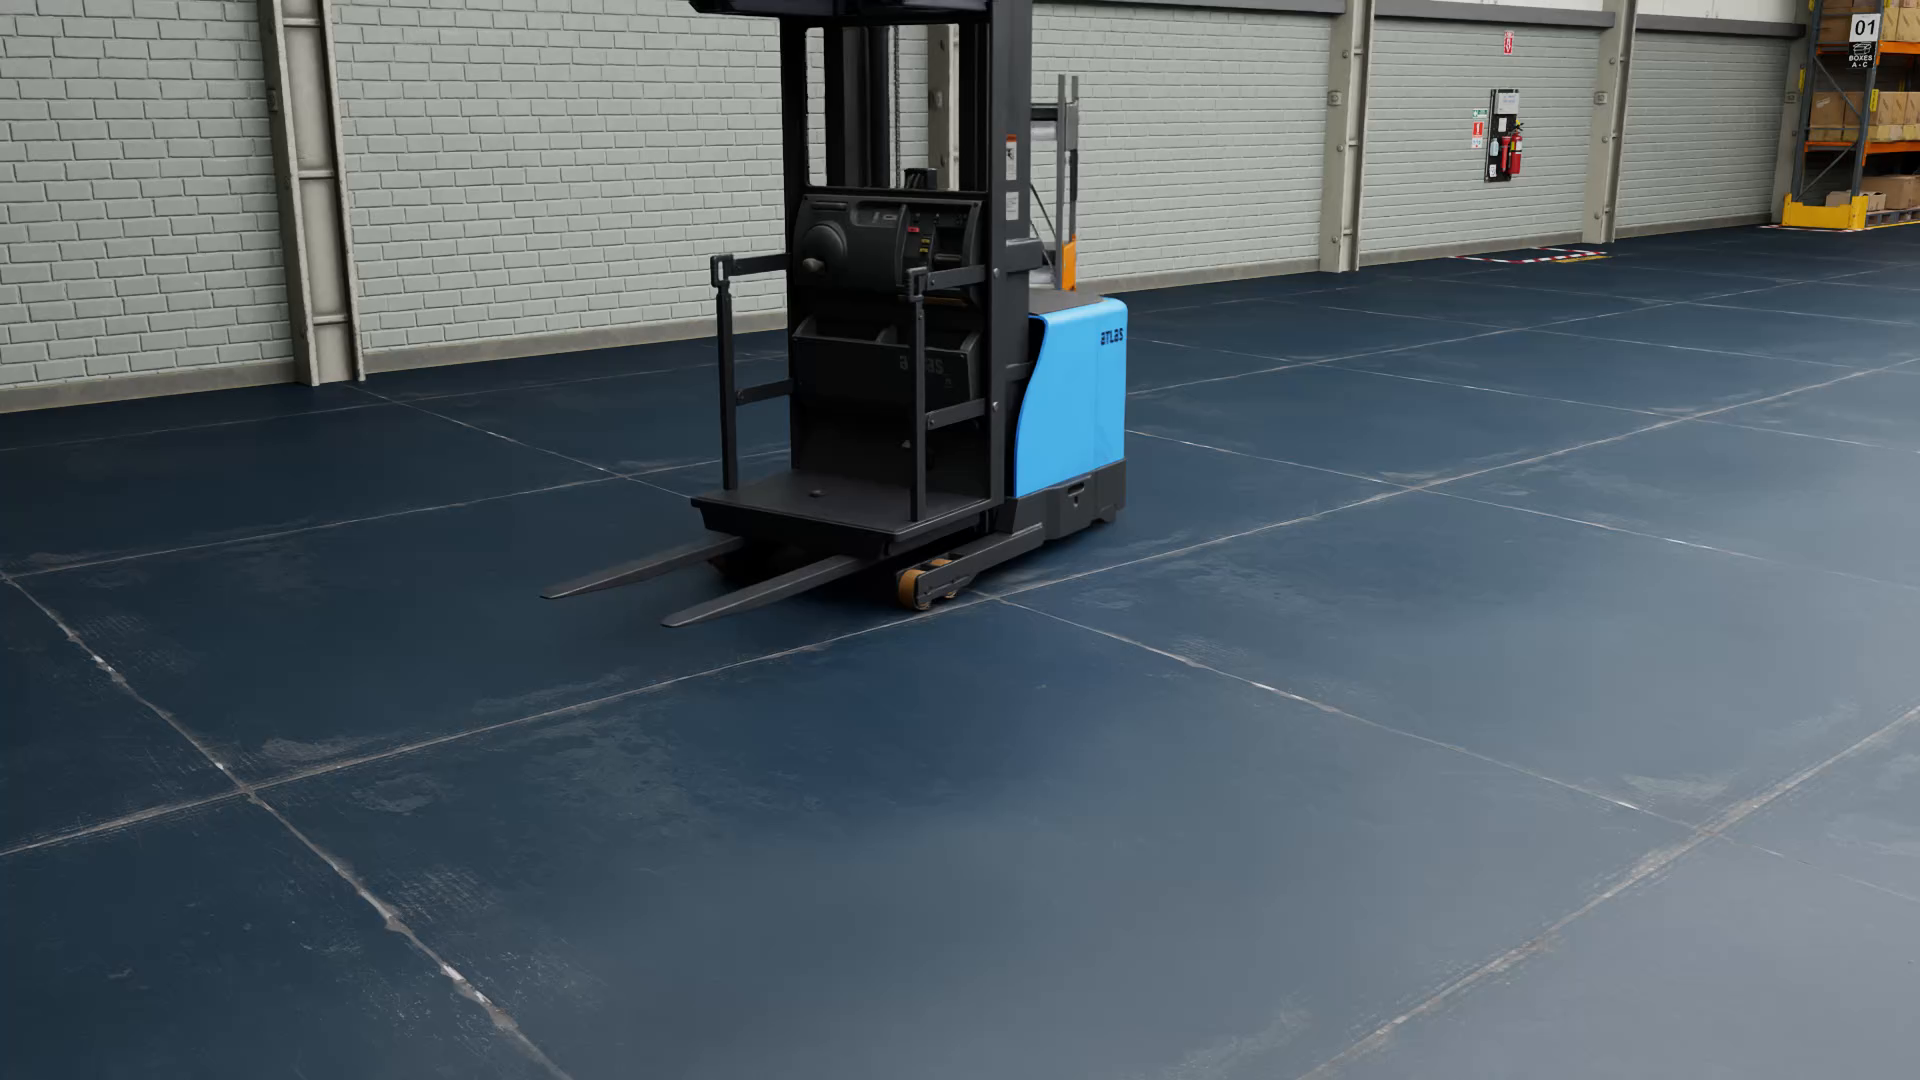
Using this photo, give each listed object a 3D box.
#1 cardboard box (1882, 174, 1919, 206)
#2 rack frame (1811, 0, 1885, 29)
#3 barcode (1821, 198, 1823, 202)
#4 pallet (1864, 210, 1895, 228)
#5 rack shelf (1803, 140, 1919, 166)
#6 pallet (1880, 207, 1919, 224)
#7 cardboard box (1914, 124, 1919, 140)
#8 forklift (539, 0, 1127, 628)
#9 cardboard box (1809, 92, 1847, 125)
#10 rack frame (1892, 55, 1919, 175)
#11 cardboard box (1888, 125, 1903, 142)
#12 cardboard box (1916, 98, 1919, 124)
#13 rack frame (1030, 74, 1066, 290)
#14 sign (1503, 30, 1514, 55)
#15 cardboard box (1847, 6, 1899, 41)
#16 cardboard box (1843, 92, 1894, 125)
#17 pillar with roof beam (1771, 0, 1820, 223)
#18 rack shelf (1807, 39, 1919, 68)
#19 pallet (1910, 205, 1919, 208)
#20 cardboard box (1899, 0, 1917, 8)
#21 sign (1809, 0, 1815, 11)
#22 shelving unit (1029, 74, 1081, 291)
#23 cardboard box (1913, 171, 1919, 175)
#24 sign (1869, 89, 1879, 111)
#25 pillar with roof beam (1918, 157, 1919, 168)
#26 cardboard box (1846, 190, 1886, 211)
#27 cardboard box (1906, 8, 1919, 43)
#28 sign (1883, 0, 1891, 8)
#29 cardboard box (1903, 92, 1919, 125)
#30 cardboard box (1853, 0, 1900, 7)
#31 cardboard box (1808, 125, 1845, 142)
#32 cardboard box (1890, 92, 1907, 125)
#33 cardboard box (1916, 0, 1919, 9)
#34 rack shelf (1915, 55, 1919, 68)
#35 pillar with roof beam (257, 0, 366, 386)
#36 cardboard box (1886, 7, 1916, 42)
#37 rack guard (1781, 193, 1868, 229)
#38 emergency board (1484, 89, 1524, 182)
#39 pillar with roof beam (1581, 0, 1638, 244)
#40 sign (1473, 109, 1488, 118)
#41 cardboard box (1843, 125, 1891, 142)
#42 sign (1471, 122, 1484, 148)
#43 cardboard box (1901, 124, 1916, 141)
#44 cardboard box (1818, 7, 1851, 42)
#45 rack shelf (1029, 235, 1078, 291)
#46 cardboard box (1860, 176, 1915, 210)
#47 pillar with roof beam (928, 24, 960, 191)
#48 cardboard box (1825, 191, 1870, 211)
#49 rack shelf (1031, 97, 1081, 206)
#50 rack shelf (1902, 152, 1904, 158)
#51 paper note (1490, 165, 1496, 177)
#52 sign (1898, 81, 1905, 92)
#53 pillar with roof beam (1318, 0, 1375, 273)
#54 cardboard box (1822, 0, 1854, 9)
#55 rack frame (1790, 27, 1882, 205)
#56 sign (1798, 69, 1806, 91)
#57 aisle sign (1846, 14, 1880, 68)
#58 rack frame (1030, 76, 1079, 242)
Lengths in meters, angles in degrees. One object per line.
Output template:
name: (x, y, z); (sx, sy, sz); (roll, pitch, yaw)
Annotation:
cardboard box: (15.832, -5.887, 27.968); (0.500, 0.500, 0.500); (14, 21, 43)
rack frame: (13.571, -9.286, 25.079); (0.127, 3.000, 1.000); (-13, 19, -39)
barcode: (13.903, -5.487, 26.818); (0.075, 0.075, 0.001); (-13, 19, -39)
pallet: (14.264, -5.184, 26.750); (1.213, 0.211, 1.003); (-13, 19, -39)
rack shelf: (15.080, -6.379, 27.214); (4.000, 0.370, 1.077); (-13, 19, -39)
pallet: (15.184, -5.390, 27.520); (1.213, 0.211, 1.003); (-13, 19, -39)
cardboard box: (15.301, -6.607, 26.925); (0.500, 0.250, 0.500); (-12, 19, -39)
forklift: (-0.432, -1.273, 6.835); (1.130, 2.935, 3.031); (10, 18, 33)
cardboard box: (13.787, -6.809, 26.227); (0.500, 0.500, 0.500); (-13, 20, -40)
rack frame: (16.588, -7.066, 28.390); (0.127, 3.000, 1.000); (-13, 19, -39)
cardboard box: (14.530, -6.437, 26.287); (0.500, 0.250, 0.500); (-13, 20, -41)
cardboard box: (15.283, -6.968, 26.822); (0.500, 0.500, 0.500); (-12, 19, -38)
rack frame: (0.311, -1.245, 8.340); (0.400, 2.100, 0.015); (3, 15, 11)
sign: (7.044, -6.385, 21.351); (0.199, 0.298, 0.001); (-13, 19, -39)
cardboard box: (13.987, -7.903, 25.480); (0.500, 0.500, 0.500); (-12, 19, -38)
cardboard box: (14.128, -6.710, 25.857); (0.500, 0.500, 0.500); (-13, 19, -39)
pillar with roof beam: (16.357, -8.735, 23.015); (0.400, 9.000, 9.100); (-13, 19, -39)
rack shelf: (15.080, -7.829, 26.827); (4.000, 0.370, 1.077); (-13, 19, -39)
pallet: (16.105, -5.598, 28.298); (1.213, 0.211, 1.003); (-13, 19, -39)
cardboard box: (14.432, -8.471, 25.670); (0.500, 0.500, 0.500); (-13, 20, -40)
sign: (13.222, -8.376, 25.769); (0.005, 0.325, 0.100); (-13, 19, -39)
shelving unit: (0.360, -1.306, 8.571); (0.431, 2.100, 0.503); (3, 15, 11)
cardboard box: (17.133, -6.198, 29.134); (0.500, 0.500, 0.700); (-12, 19, -38)
sign: (13.927, -6.701, 25.346); (0.005, 0.325, 0.100); (-13, 19, -39)
pillar with roof beam: (20.883, -9.752, 26.821); (0.400, 9.000, 9.100); (-13, 19, -39)
cardboard box: (14.582, -5.498, 26.878); (0.500, 0.311, 0.500); (-11, 18, -35)
cardboard box: (14.805, -8.076, 26.127); (0.500, 0.500, 0.500); (-12, 19, -37)
sign: (13.927, -8.154, 24.958); (0.005, 0.325, 0.100); (-13, 19, -39)
cardboard box: (14.902, -6.878, 26.486); (0.500, 0.500, 0.500); (-13, 20, -41)
cardboard box: (14.021, -8.396, 25.389); (0.500, 0.500, 0.500); (14, 21, 43)
cardboard box: (13.796, -6.442, 26.307); (0.500, 0.250, 0.500); (-12, 19, -39)
cardboard box: (14.508, -6.792, 26.163); (0.500, 0.500, 0.500); (-13, 19, -39)
cardboard box: (14.812, -8.560, 26.003); (0.500, 0.500, 0.500); (-12, 19, -38)
rack shelf: (18.097, -8.506, 29.364); (4.000, 0.370, 1.077); (-13, 19, -39)
pillar with roof beam: (-1.748, -4.670, 7.795); (0.400, 9.000, 9.100); (-13, 19, -39)
cardboard box: (14.416, -7.987, 25.795); (0.500, 0.500, 0.500); (-11, 19, -36)
rack guard: (13.628, -5.193, 26.224); (0.348, 0.500, 1.175); (-13, 19, -39)
emergency board: (7.116, -5.247, 21.583); (0.643, 1.169, 0.194); (-13, 19, -39)
pillar with roof beam: (11.831, -7.719, 19.210); (0.400, 9.000, 9.100); (-13, 19, -39)
sign: (6.640, -5.446, 21.230); (0.331, 0.109, 0.001); (-13, 19, -39)
cardboard box: (14.147, -6.346, 25.948); (0.500, 0.250, 0.500); (-13, 20, -41)
sign: (6.631, -5.191, 21.302); (0.234, 0.329, 0.001); (-13, 19, -39)
cardboard box: (14.918, -6.522, 26.606); (0.500, 0.250, 0.500); (-13, 20, -40)
cardboard box: (13.719, -8.015, 25.899); (0.500, 0.500, 0.500); (-11, 18, -35)
rack shelf: (0.360, -1.293, 8.574); (0.431, 0.518, 0.480); (3, 15, 11)
cardboard box: (15.168, -5.704, 27.282); (0.500, 0.500, 0.700); (-14, 21, -43)
pillar with roof beam: (2.778, -5.686, 11.600); (0.400, 9.000, 9.100); (-13, 19, -39)
cardboard box: (14.152, -5.401, 26.516); (0.500, 0.311, 0.500); (13, 20, 41)
rack shelf: (0.361, -1.969, 8.393); (0.431, 0.518, 0.480); (3, 15, 11)
rack shelf: (18.097, -7.057, 29.751); (4.000, 0.370, 1.077); (-13, 19, -39)
paper note: (6.937, -4.805, 21.634); (0.142, 0.148, 0.016); (-13, 19, -39)
sign: (16.221, -7.733, 28.642); (0.005, 0.325, 0.100); (-13, 19, -39)
pillar with roof beam: (7.305, -6.703, 15.405); (0.400, 9.000, 9.100); (-13, 19, -39)
cardboard box: (13.724, -8.502, 25.785); (0.500, 0.500, 0.500); (-12, 19, -37)
rack frame: (13.571, -6.388, 25.853); (0.127, 3.000, 1.000); (-13, 19, -39)
sign: (13.222, -7.212, 26.080); (0.005, 0.325, 0.100); (-13, 19, -39)
aisle sign: (13.714, -7.573, 25.253); (0.004, 0.787, 0.394); (-13, 19, -39)
rack frame: (0.408, -1.368, 8.802); (0.400, 2.100, 0.015); (3, 15, 11)
